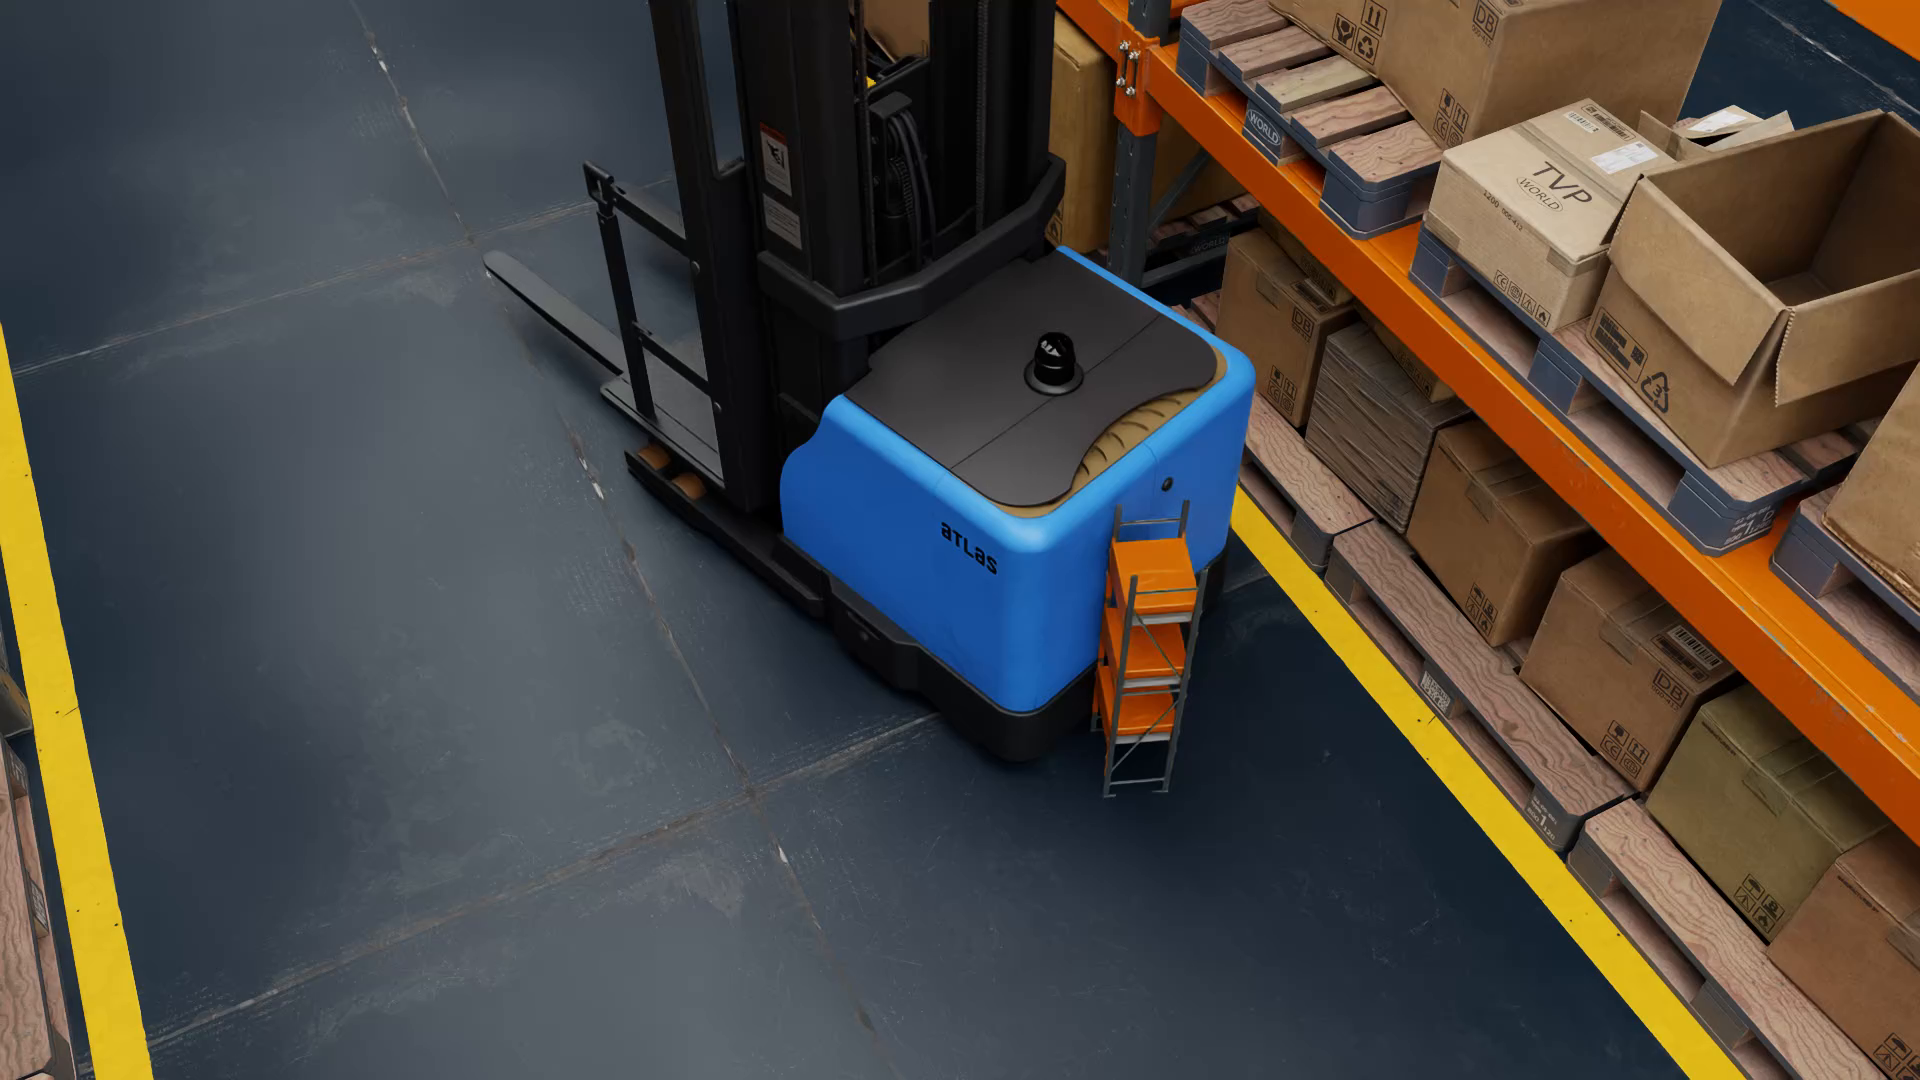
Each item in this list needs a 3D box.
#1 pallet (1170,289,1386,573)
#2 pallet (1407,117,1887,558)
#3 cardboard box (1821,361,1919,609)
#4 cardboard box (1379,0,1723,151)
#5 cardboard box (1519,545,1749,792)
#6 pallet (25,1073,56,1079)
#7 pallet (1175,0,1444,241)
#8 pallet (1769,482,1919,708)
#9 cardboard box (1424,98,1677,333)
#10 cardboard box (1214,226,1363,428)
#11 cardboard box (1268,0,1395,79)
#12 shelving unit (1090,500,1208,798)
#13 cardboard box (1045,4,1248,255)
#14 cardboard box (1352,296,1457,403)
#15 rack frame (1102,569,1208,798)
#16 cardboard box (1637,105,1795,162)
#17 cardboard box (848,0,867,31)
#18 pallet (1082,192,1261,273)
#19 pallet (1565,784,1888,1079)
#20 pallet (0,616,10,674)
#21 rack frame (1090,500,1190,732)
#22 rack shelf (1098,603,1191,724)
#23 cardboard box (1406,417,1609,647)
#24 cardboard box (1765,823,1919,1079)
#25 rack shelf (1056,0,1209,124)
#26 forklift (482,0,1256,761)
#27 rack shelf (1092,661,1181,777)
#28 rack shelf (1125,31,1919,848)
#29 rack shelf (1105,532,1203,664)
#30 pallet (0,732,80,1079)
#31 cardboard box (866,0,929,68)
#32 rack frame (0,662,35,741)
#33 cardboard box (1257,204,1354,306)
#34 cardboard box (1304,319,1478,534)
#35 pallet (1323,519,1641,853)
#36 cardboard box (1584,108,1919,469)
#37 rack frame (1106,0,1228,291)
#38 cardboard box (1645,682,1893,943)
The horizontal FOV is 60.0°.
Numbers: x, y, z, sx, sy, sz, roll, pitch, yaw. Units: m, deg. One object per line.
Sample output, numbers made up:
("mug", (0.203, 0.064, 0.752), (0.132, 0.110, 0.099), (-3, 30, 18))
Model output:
("pallet", (1.379, -0.523, 6.067), (1.003, 0.211, 1.213), (-21, 52, -18))
("pallet", (1.965, -0.590, 4.401), (1.003, 0.211, 1.213), (-21, 52, -18))
("cardboard box", (2.614, -0.203, 3.257), (1.000, 1.000, 1.000), (-21, 52, -17))
("cardboard box", (1.650, -1.448, 4.679), (0.700, 0.500, 0.500), (-14, 50, -12))
("cardboard box", (2.133, 0.273, 4.887), (0.700, 0.500, 0.500), (-25, 53, -21))
("pallet", (-2.507, 2.007, 3.854), (1.003, 0.211, 1.213), (-21, 52, -18))
("pallet", (1.443, -1.461, 5.162), (1.213, 0.211, 1.003), (-21, 52, -18))
("pallet", (2.633, 0.215, 3.697), (1.003, 0.211, 1.213), (-21, 52, -18))
("cardboard box", (1.585, -0.852, 4.323), (0.500, 0.250, 0.500), (-23, 53, -19))
("cardboard box", (1.347, -0.844, 5.864), (0.700, 0.500, 0.500), (-24, 53, -19))
("cardboard box", (1.305, -1.788, 4.975), (0.500, 0.500, 0.500), (-27, 54, -22))
("shelving unit", (0.524, 0.339, 4.755), (0.215, 1.050, 0.252), (-4, 49, -4))
("cardboard box", (0.725, -1.872, 6.527), (1.225, 0.875, 0.875), (-23, 53, -19))
("cardboard box", (1.608, -0.743, 5.277), (0.500, 0.250, 0.500), (-16, 51, -13))
("rack frame", (0.537, 0.430, 4.675), (0.200, 1.050, 0.008), (-4, 49, -4))
("cardboard box", (2.026, -1.035, 4.473), (0.396, 0.266, 0.258), (-23, 53, -19))
("cardboard box", (-0.088, -3.061, 7.567), (1.225, 0.875, 0.875), (-23, 53, -19))
("pallet", (0.729, -1.600, 7.009), (1.003, 0.211, 1.213), (-21, 52, -18))
("pallet", (2.495, 1.111, 4.638), (1.003, 0.211, 1.213), (-21, 52, -18))
("pallet", (-3.779, 0.147, 5.482), (1.003, 0.211, 1.213), (-21, 52, -18))
("rack frame", (0.512, 0.247, 4.835), (0.200, 1.050, 0.008), (-4, 49, -4))
("rack shelf", (0.524, 0.346, 4.763), (0.215, 0.259, 0.240), (-4, 49, -4))
("cardboard box", (1.878, -0.101, 5.214), (0.700, 0.500, 0.500), (-17, 51, -15))
("cardboard box", (2.591, 0.973, 4.275), (0.700, 0.500, 0.500), (-25, 53, -20))
("rack shelf", (0.107, -3.066, 6.917), (1.077, 0.370, 4.000), (-21, 52, -18))
("forklift", (-0.532, -1.289, 4.931), (3.031, 2.935, 1.130), (36, 58, 27))
("rack shelf", (0.523, 0.528, 4.972), (0.215, 0.259, 0.240), (-4, 49, -4))
("rack shelf", (1.938, -0.389, 4.575), (1.077, 0.370, 4.000), (-21, 52, -18))
("rack shelf", (0.526, 0.159, 4.549), (0.215, 0.259, 0.240), (-4, 49, -4))
("pallet", (-3.061, 1.192, 4.567), (1.003, 0.211, 1.213), (-21, 52, -18))
("cardboard box", (0.324, -2.471, 7.051), (1.225, 0.875, 0.875), (-21, 52, -17))
("rack frame", (-3.381, -0.258, 3.983), (1.000, 3.000, 0.127), (-21, 52, -18))
("cardboard box", (1.356, -1.095, 5.585), (0.500, 0.250, 0.500), (-19, 52, -16))
("cardboard box", (1.612, -0.478, 5.543), (0.700, 0.500, 0.500), (-25, 53, -20))
("pallet", (1.933, 0.293, 5.354), (1.003, 0.211, 1.213), (-21, 52, -18))
("cardboard box", (1.978, -0.588, 3.924), (0.797, 0.503, 0.637), (-16, 51, -14))
("rack frame", (1.023, -1.964, 5.475), (1.000, 3.000, 0.127), (-21, 52, -18))
("cardboard box", (2.390, 0.647, 4.560), (0.700, 0.500, 0.500), (-21, 52, -18))
